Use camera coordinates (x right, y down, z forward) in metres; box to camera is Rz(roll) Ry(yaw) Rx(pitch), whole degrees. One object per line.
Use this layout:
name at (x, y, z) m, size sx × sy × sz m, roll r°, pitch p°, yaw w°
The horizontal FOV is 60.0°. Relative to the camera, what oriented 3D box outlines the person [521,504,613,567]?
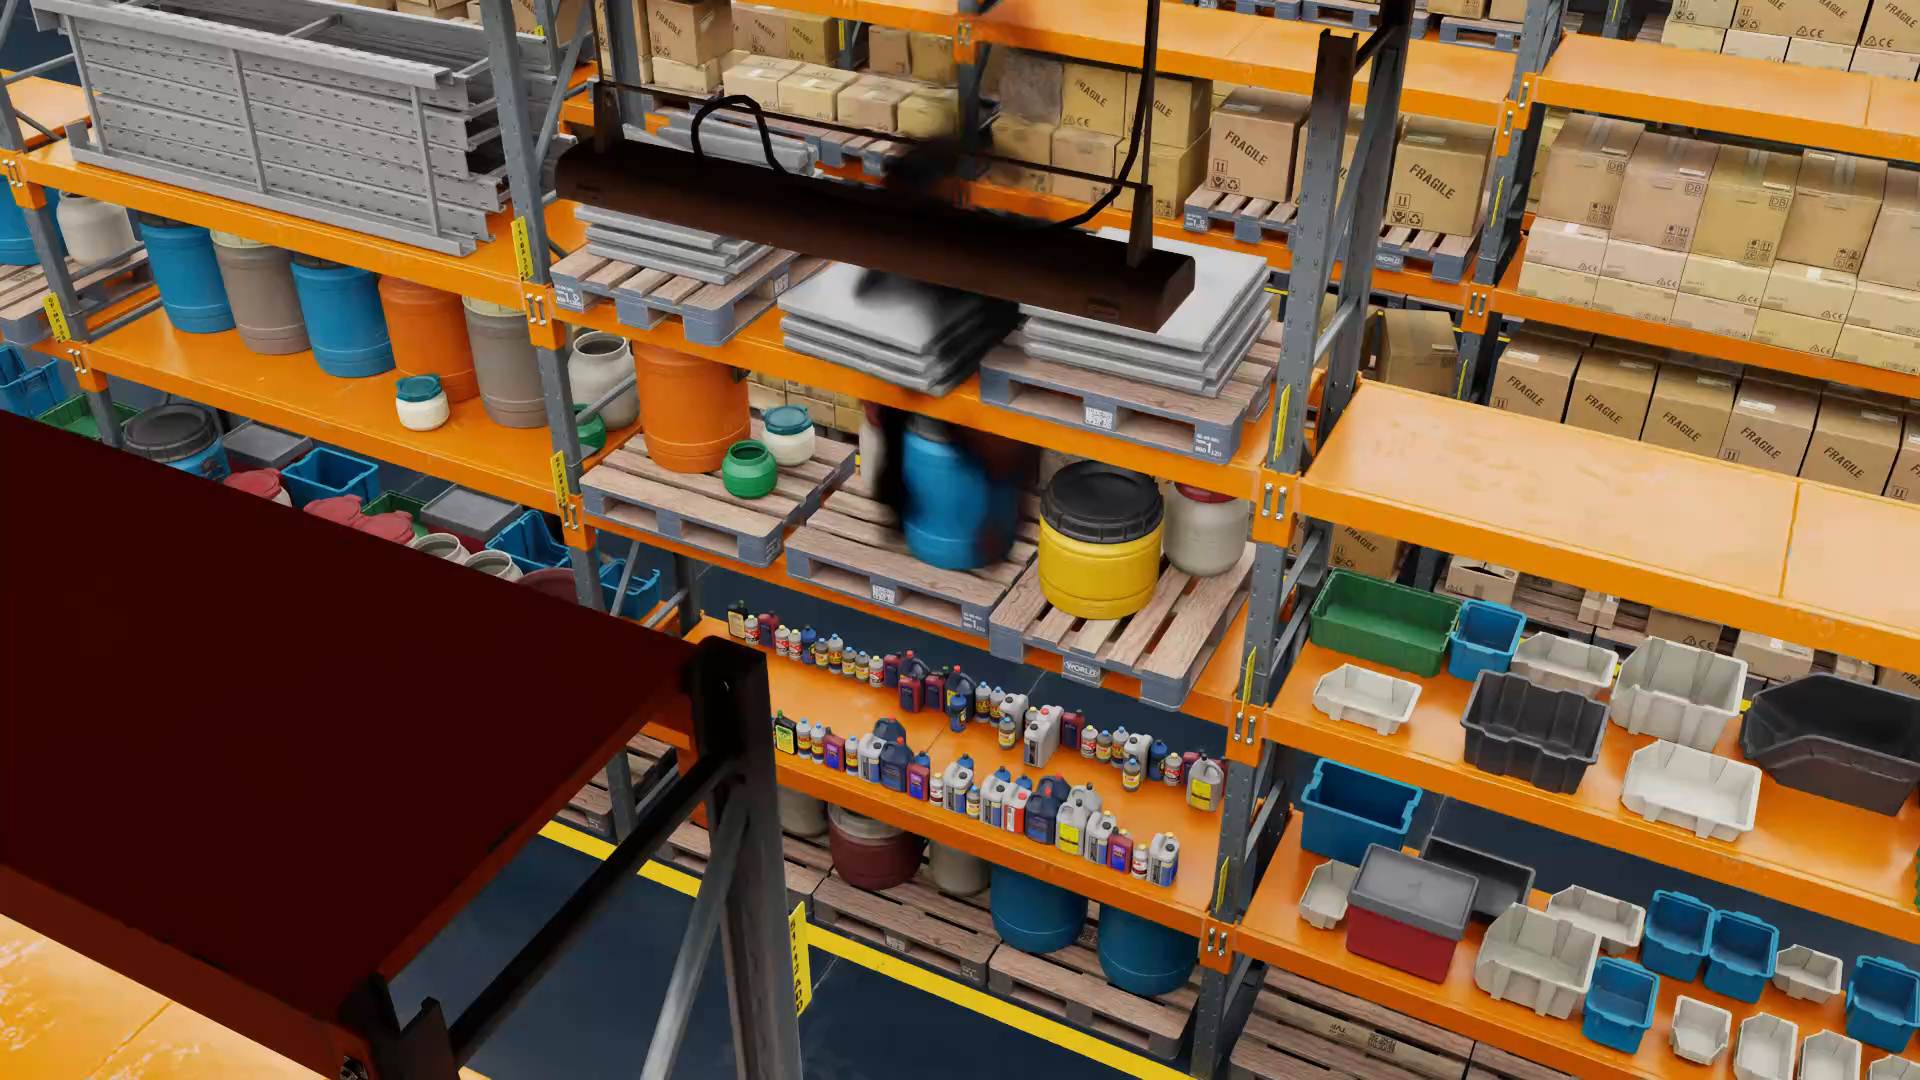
person at (-3.133, -0.245, 12.759) m, size 0.964 × 1.666 × 0.723 m, roll 15°, pitch 38°, yaw 20°
